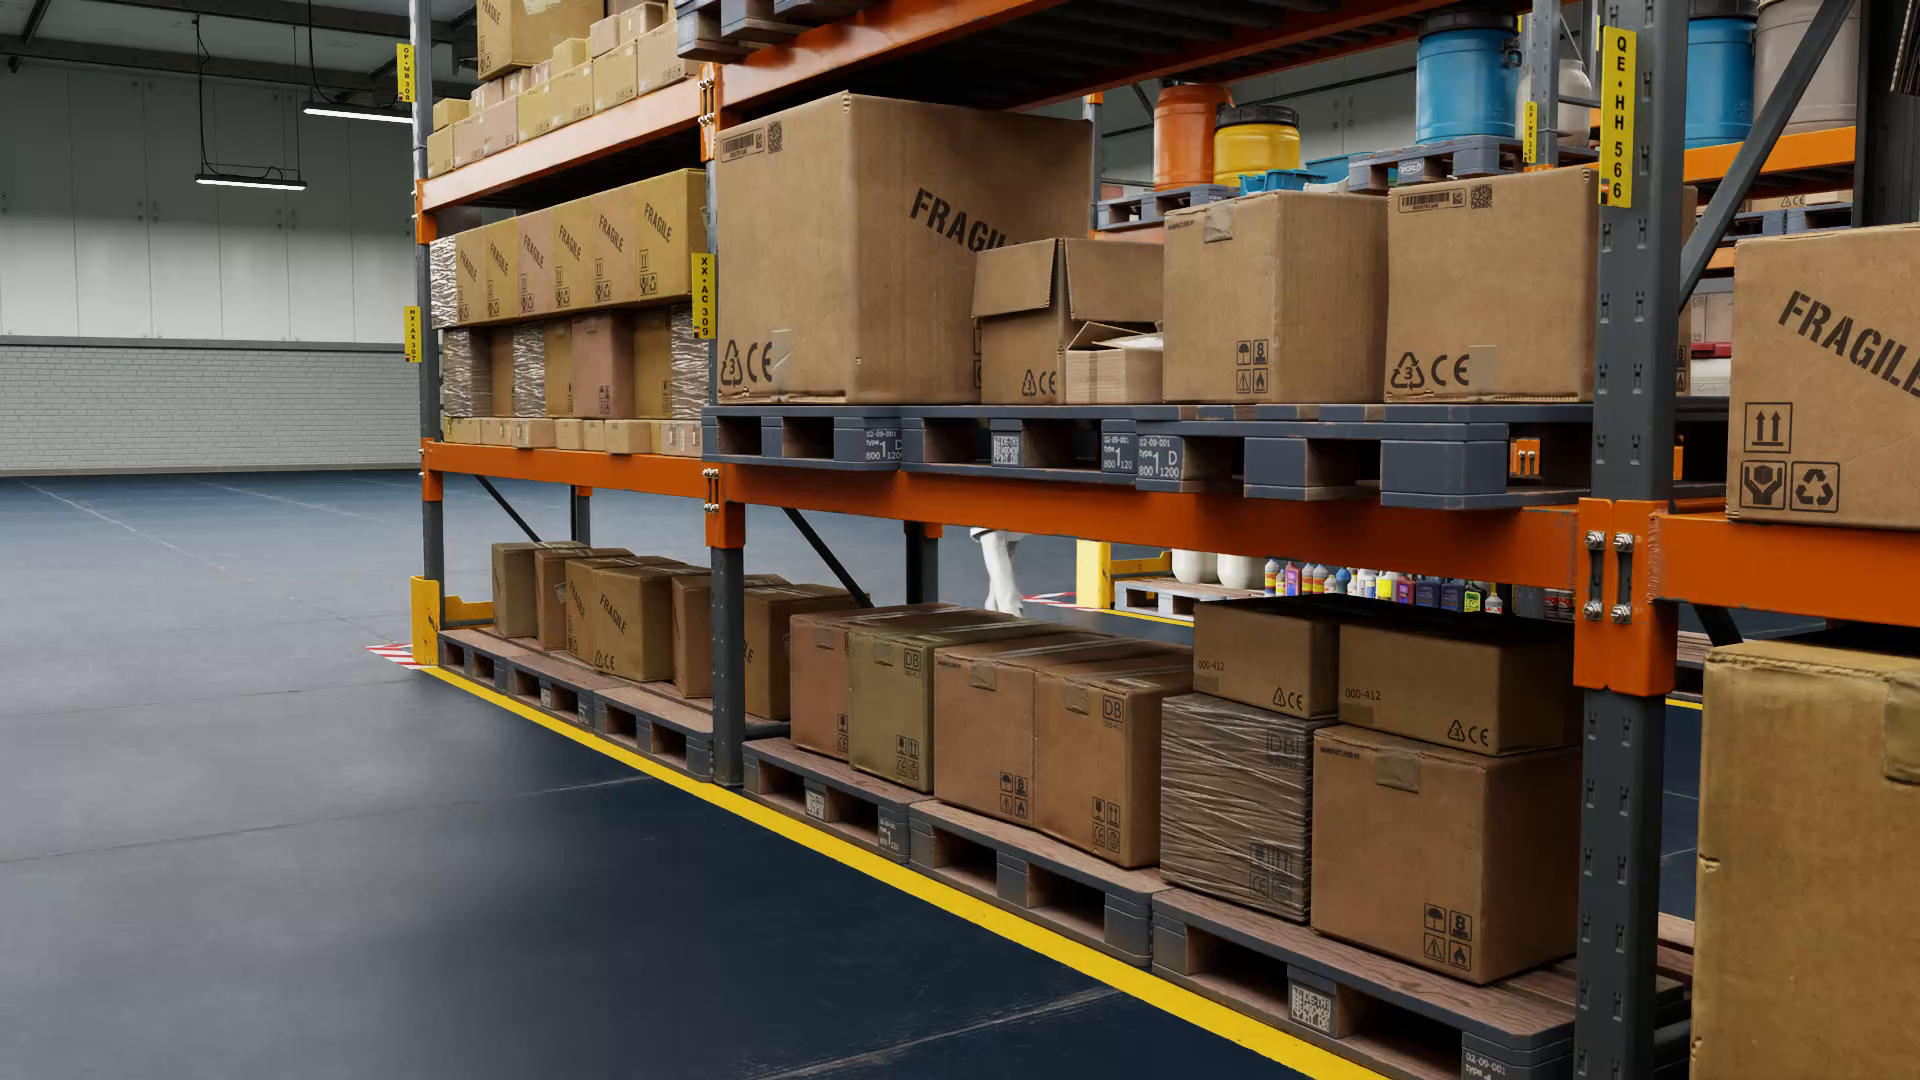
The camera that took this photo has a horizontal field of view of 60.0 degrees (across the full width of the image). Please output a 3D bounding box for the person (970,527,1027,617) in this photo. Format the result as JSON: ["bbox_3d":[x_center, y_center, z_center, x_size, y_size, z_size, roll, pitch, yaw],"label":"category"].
[{"bbox_3d":[0.260,-0.267,11.216,0.589,1.726,1.147,-1,5,-17],"label":"person"}]
